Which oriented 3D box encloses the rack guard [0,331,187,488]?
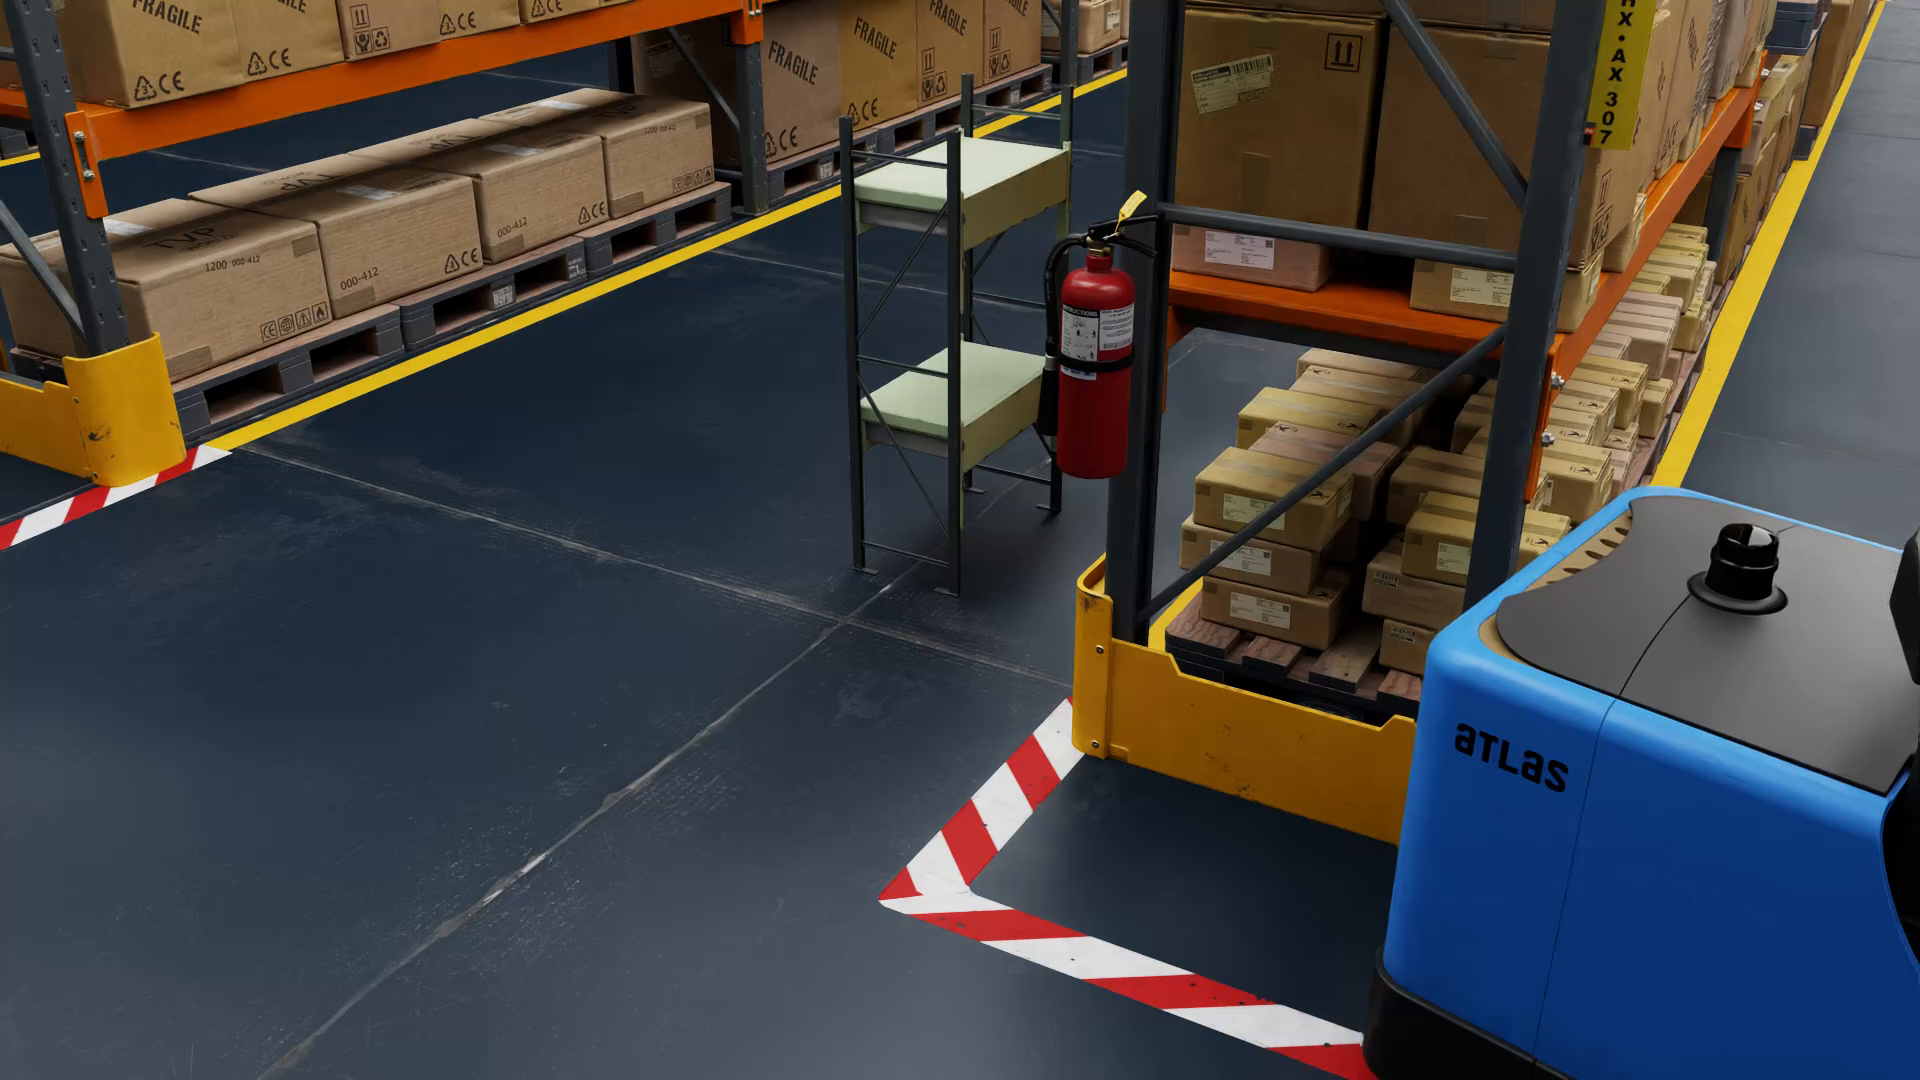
[{"bbox_3d":[-3.529,-0.601,6.392,1.175,0.500,0.348,14,30,26],"label":"rack guard"}]

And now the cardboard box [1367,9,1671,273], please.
[{"bbox_3d":[1.304,-0.969,3.891,0.500,0.500,0.500,16,31,28],"label":"cardboard box"}]

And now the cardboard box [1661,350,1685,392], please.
[{"bbox_3d":[2.639,-0.721,6.555,0.380,0.149,0.250,13,29,24],"label":"cardboard box"}]

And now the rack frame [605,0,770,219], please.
[{"bbox_3d":[-1.549,-3.287,8.965,1.000,3.000,0.127,14,30,26],"label":"rack frame"}]

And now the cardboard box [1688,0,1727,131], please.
[{"bbox_3d":[2.042,-1.571,5.094,0.500,0.500,0.500,13,30,25],"label":"cardboard box"}]

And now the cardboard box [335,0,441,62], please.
[{"bbox_3d":[-2.540,-2.294,6.870,0.500,0.500,0.500,14,30,26],"label":"cardboard box"}]

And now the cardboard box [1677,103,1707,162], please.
[{"bbox_3d":[2.167,-1.336,5.348,0.380,0.149,0.250,15,30,27],"label":"cardboard box"}]

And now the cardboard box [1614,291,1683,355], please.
[{"bbox_3d":[2.406,-0.802,6.053,0.380,0.149,0.250,13,29,24],"label":"cardboard box"}]

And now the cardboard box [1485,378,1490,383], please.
[{"bbox_3d":[1.960,-0.643,6.400,0.380,0.149,0.250,13,29,24],"label":"cardboard box"}]

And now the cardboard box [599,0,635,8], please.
[{"bbox_3d":[-1.803,-2.893,8.066,0.500,0.500,0.500,13,30,25],"label":"cardboard box"}]

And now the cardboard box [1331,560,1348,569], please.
[{"bbox_3d":[0.958,0.036,5.042,0.380,0.149,0.250,15,30,28],"label":"cardboard box"}]

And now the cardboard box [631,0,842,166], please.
[{"bbox_3d":[-1.314,-2.784,9.864,0.875,0.875,0.875,15,30,28],"label":"cardboard box"}]

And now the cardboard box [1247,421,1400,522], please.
[{"bbox_3d":[1.056,-0.204,4.857,0.380,0.149,0.250,15,30,27],"label":"cardboard box"}]

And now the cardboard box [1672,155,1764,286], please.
[{"bbox_3d":[3.405,-1.536,7.790,0.500,0.500,0.500,15,30,28],"label":"cardboard box"}]

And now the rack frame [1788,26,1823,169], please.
[{"bbox_3d":[4.778,-3.795,9.980,1.000,3.000,0.127,14,30,26],"label":"rack frame"}]

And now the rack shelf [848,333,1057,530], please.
[{"bbox_3d":[0.003,-0.382,5.565,0.431,0.370,0.720,14,30,26],"label":"rack shelf"}]

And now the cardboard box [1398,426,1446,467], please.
[{"bbox_3d":[1.329,-0.277,5.335,0.380,0.149,0.250,14,30,25],"label":"cardboard box"}]

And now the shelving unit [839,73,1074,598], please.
[{"bbox_3d":[0.003,-0.673,5.419,0.431,1.500,0.755,14,30,26],"label":"shelving unit"}]

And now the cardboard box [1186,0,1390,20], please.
[{"bbox_3d":[0.851,-1.535,3.905,0.500,0.500,0.500,14,30,25],"label":"cardboard box"}]

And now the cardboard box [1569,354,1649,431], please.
[{"bbox_3d":[2.026,-0.503,5.455,0.380,0.149,0.250,15,30,27],"label":"cardboard box"}]

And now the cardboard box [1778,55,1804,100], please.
[{"bbox_3d":[4.167,-2.482,8.843,0.500,0.250,0.500,15,30,27],"label":"cardboard box"}]

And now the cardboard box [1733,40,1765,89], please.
[{"bbox_3d":[2.842,-1.837,6.349,0.380,0.149,0.250,13,30,25],"label":"cardboard box"}]

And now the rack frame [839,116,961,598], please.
[{"bbox_3d":[-0.177,-0.531,5.135,0.400,1.500,0.023,14,30,26],"label":"rack frame"}]

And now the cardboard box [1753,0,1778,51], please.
[{"bbox_3d":[2.818,-2.163,6.276,0.500,0.500,0.500,14,30,26],"label":"cardboard box"}]

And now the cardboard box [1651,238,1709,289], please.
[{"bbox_3d":[2.771,-1.111,6.669,0.380,0.149,0.250,15,30,27],"label":"cardboard box"}]

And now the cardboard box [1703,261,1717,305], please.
[{"bbox_3d":[2.932,-1.089,6.959,0.380,0.149,0.250,15,30,27],"label":"cardboard box"}]

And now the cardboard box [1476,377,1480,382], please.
[{"bbox_3d":[1.748,-0.699,6.179,0.380,0.149,0.250,14,30,26],"label":"cardboard box"}]

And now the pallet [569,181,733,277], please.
[{"bbox_3d":[-1.991,-1.761,9.032,1.003,0.211,1.213,14,30,26],"label":"pallet"}]

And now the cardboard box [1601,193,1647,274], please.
[{"bbox_3d":[1.555,-0.820,4.318,0.380,0.149,0.250,13,30,25],"label":"cardboard box"}]

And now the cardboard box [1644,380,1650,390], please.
[{"bbox_3d":[2.376,-0.693,6.167,0.380,0.149,0.250,15,30,27],"label":"cardboard box"}]

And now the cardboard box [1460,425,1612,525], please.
[{"bbox_3d":[1.662,-0.190,4.829,0.380,0.149,0.250,14,30,26],"label":"cardboard box"}]

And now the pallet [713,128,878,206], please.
[{"bbox_3d":[-1.235,-2.357,10.223,1.003,0.211,1.213,14,30,26],"label":"pallet"}]

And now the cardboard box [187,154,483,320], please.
[{"bbox_3d":[-2.836,-1.408,7.604,0.875,0.438,0.875,15,30,27],"label":"cardboard box"}]

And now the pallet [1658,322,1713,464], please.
[{"bbox_3d":[2.511,-0.720,6.952,1.003,0.211,1.213,14,30,26],"label":"pallet"}]

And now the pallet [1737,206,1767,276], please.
[{"bbox_3d":[3.791,-1.770,9.051,1.003,0.211,1.213,14,30,26],"label":"pallet"}]

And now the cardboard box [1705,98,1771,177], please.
[{"bbox_3d":[3.404,-1.871,7.623,0.500,0.250,0.500,13,29,24],"label":"cardboard box"}]

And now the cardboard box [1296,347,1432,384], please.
[{"bbox_3d":[1.339,-0.536,5.522,0.380,0.149,0.250,15,30,28],"label":"cardboard box"}]

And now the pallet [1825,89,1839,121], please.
[{"bbox_3d":[5.832,-3.312,12.131,1.003,0.211,1.213,14,30,26],"label":"pallet"}]

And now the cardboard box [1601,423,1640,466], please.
[{"bbox_3d":[2.128,-0.330,5.773,0.380,0.149,0.250,14,30,26],"label":"cardboard box"}]

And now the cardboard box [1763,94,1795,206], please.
[{"bbox_3d":[4.177,-2.140,8.997,0.500,0.500,0.500,13,29,24],"label":"cardboard box"}]

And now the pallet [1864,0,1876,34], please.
[{"bbox_3d":[7.787,-4.863,15.230,1.003,0.211,1.213,14,30,26],"label":"pallet"}]

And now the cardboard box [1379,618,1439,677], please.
[{"bbox_3d":[1.379,0.276,4.563,0.380,0.149,0.250,15,30,27],"label":"cardboard box"}]

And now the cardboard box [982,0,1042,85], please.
[{"bbox_3d":[0.006,-3.832,11.959,0.875,0.875,0.875,14,30,26],"label":"cardboard box"}]

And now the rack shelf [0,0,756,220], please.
[{"bbox_3d":[-2.533,-2.186,7.569,1.077,0.370,4.000,14,30,26],"label":"rack shelf"}]

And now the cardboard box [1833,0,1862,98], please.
[{"bbox_3d":[5.583,-3.536,11.506,1.050,0.750,0.750,15,30,27],"label":"cardboard box"}]

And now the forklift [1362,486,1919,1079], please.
[{"bbox_3d":[2.264,0.113,2.250,3.031,2.935,1.130,22,34,37],"label":"forklift"}]

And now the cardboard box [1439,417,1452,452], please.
[{"bbox_3d":[1.496,-0.362,5.838,0.380,0.149,0.250,15,30,27],"label":"cardboard box"}]

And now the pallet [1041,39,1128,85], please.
[{"bbox_3d":[0.804,-3.903,13.311,1.003,0.211,1.213,14,30,26],"label":"pallet"}]

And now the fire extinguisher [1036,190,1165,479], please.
[{"bbox_3d":[0.317,-0.479,3.860,0.296,0.674,0.183,14,30,26],"label":"fire extinguisher"}]
